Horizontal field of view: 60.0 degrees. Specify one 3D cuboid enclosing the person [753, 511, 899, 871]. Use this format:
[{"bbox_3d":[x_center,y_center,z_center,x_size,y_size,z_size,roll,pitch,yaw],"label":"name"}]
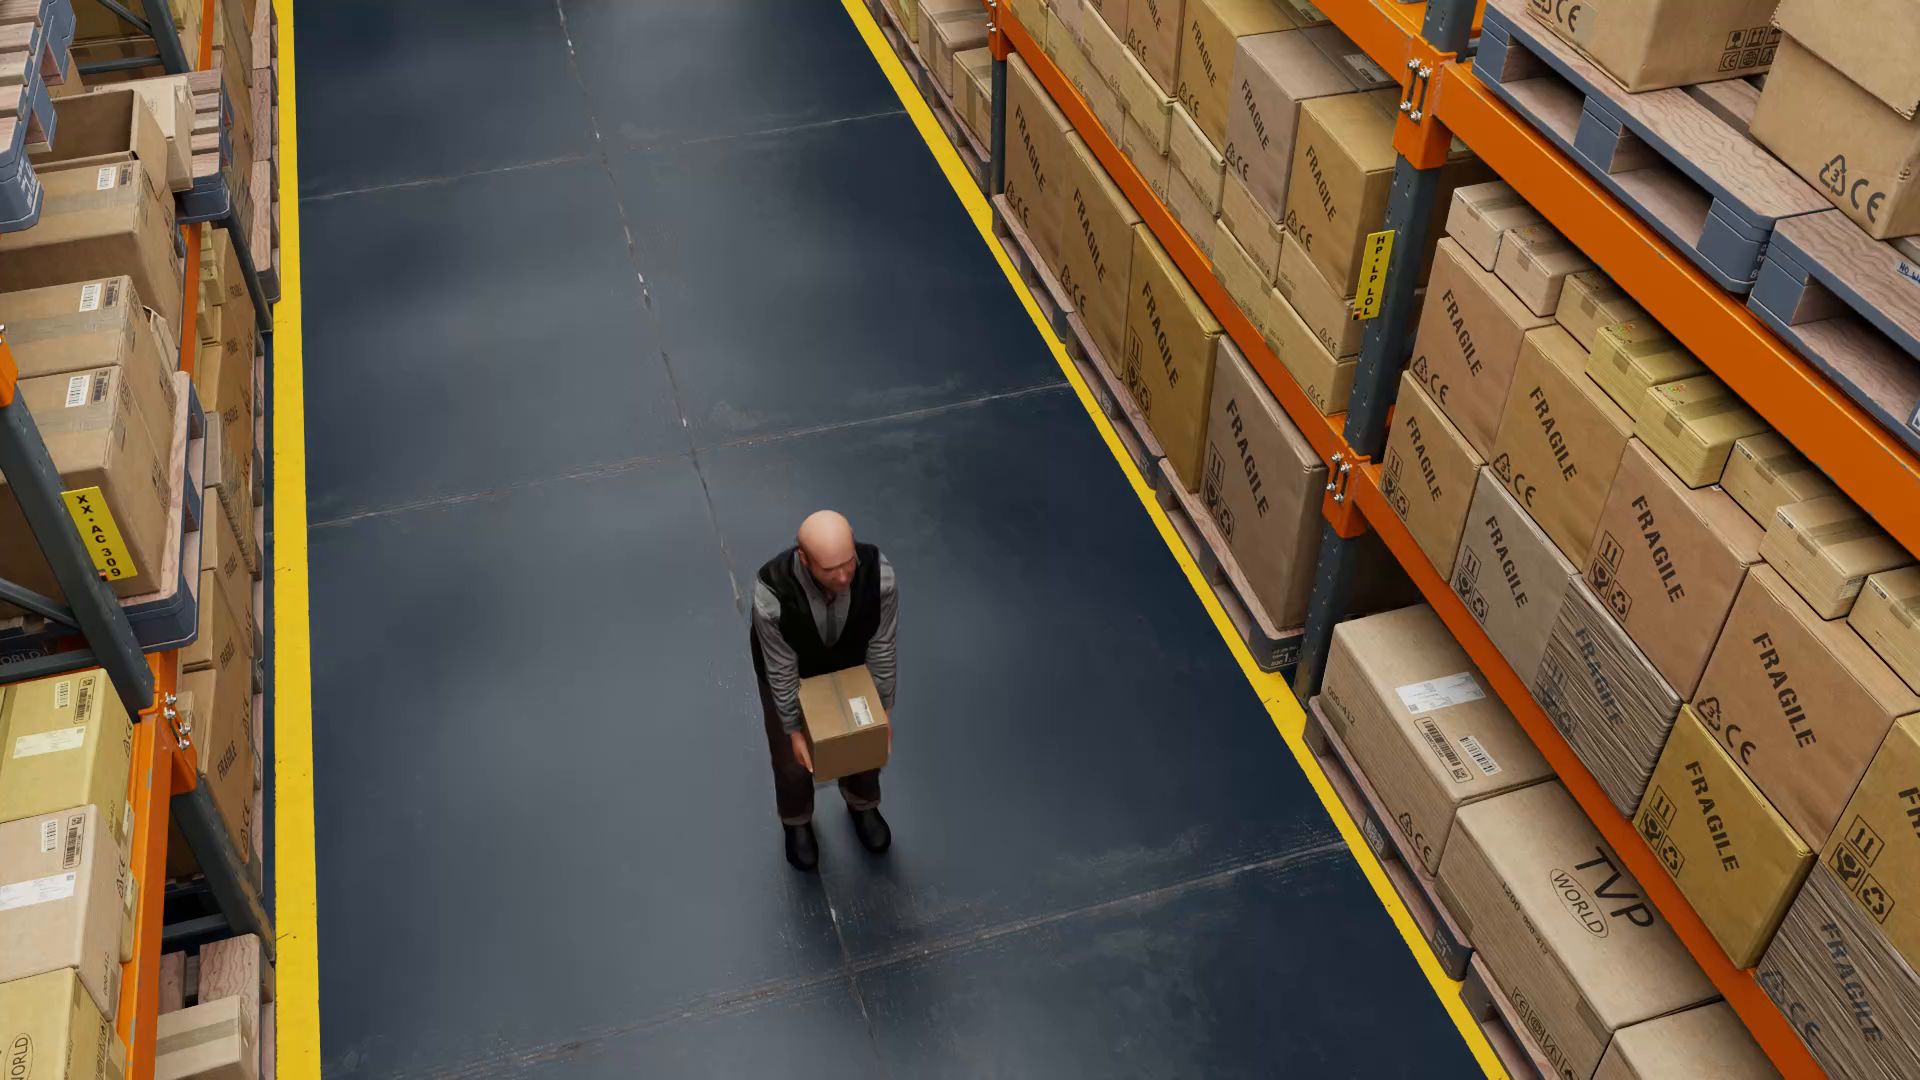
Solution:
[{"bbox_3d":[-0.432,0.518,5.630,0.479,1.691,0.569,-13,43,-14],"label":"person"}]
